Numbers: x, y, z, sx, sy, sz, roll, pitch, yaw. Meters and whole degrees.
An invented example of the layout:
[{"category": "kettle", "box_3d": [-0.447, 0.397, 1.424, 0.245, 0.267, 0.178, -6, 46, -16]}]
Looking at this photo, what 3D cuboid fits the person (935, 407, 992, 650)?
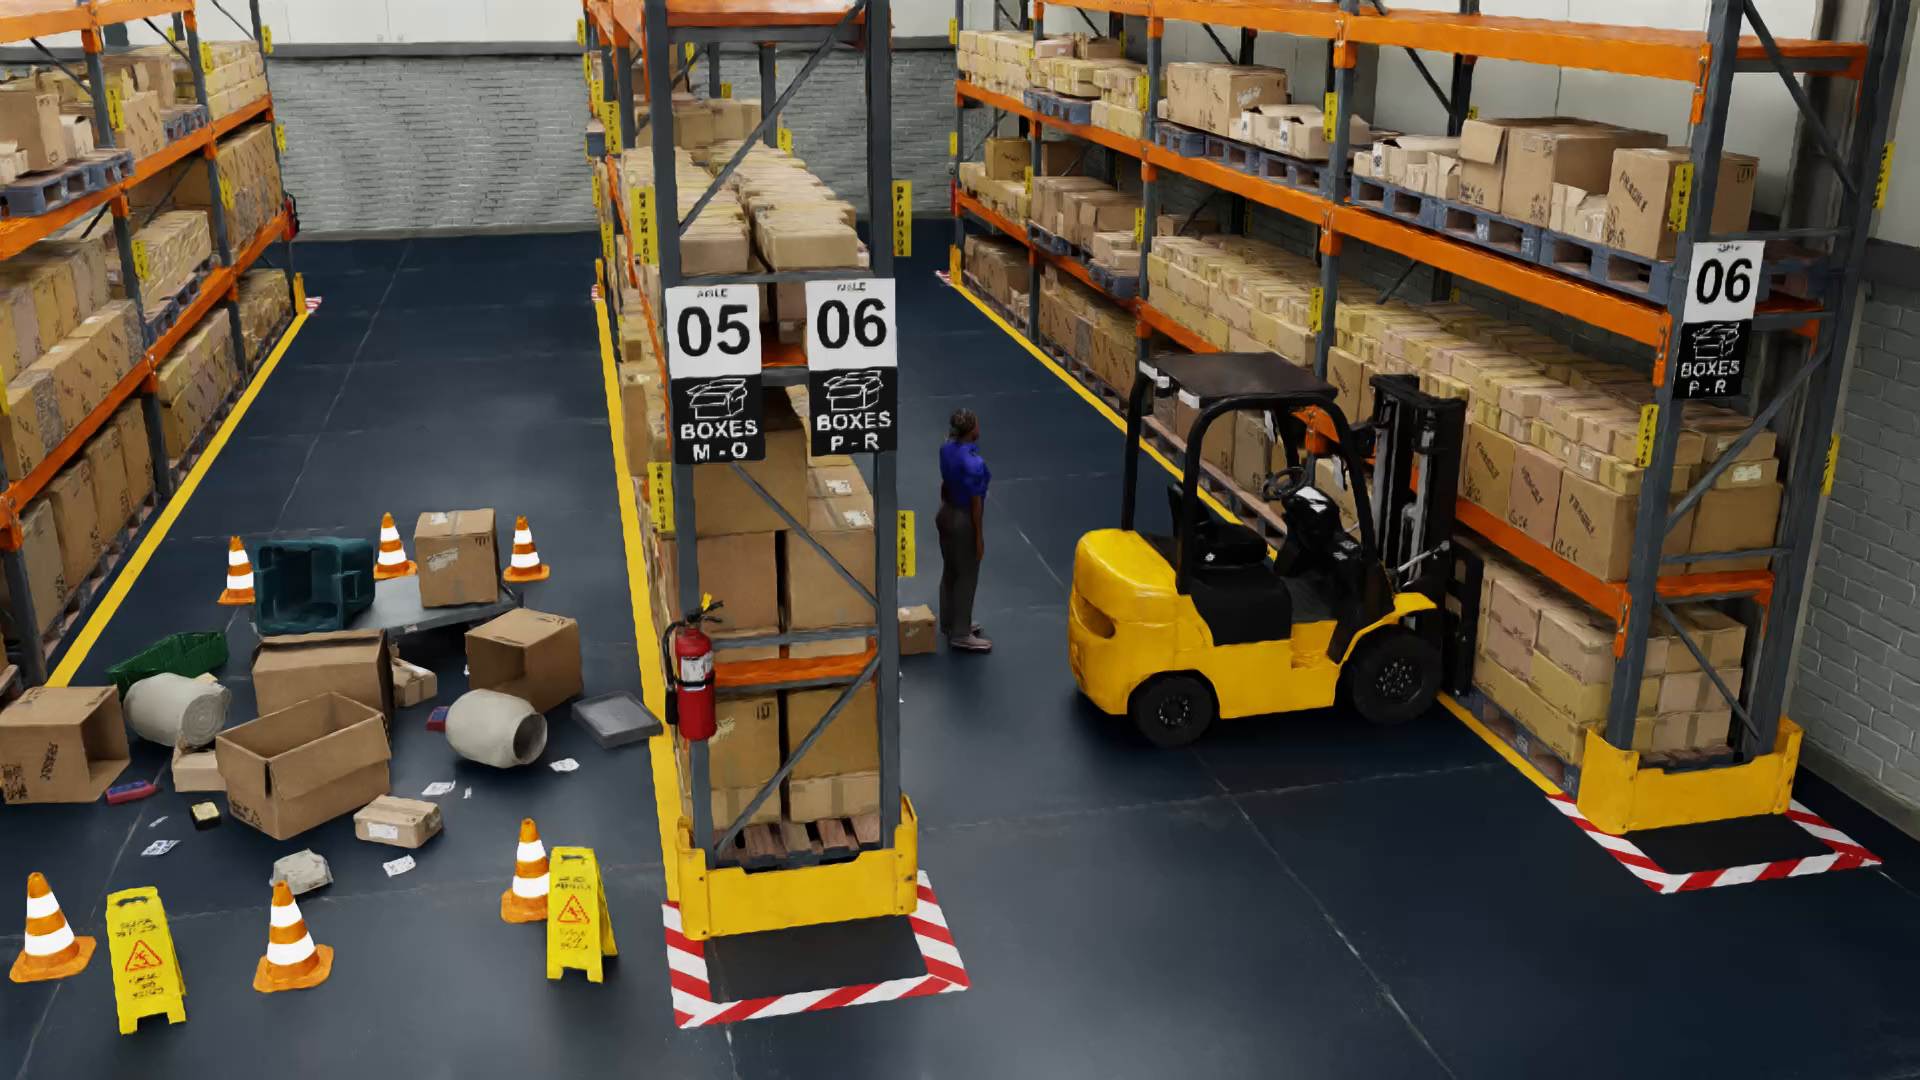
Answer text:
[{"category": "person", "box_3d": [0.034, -0.096, 11.284, 0.345, 1.668, 0.558, -11, 22, -27]}]
